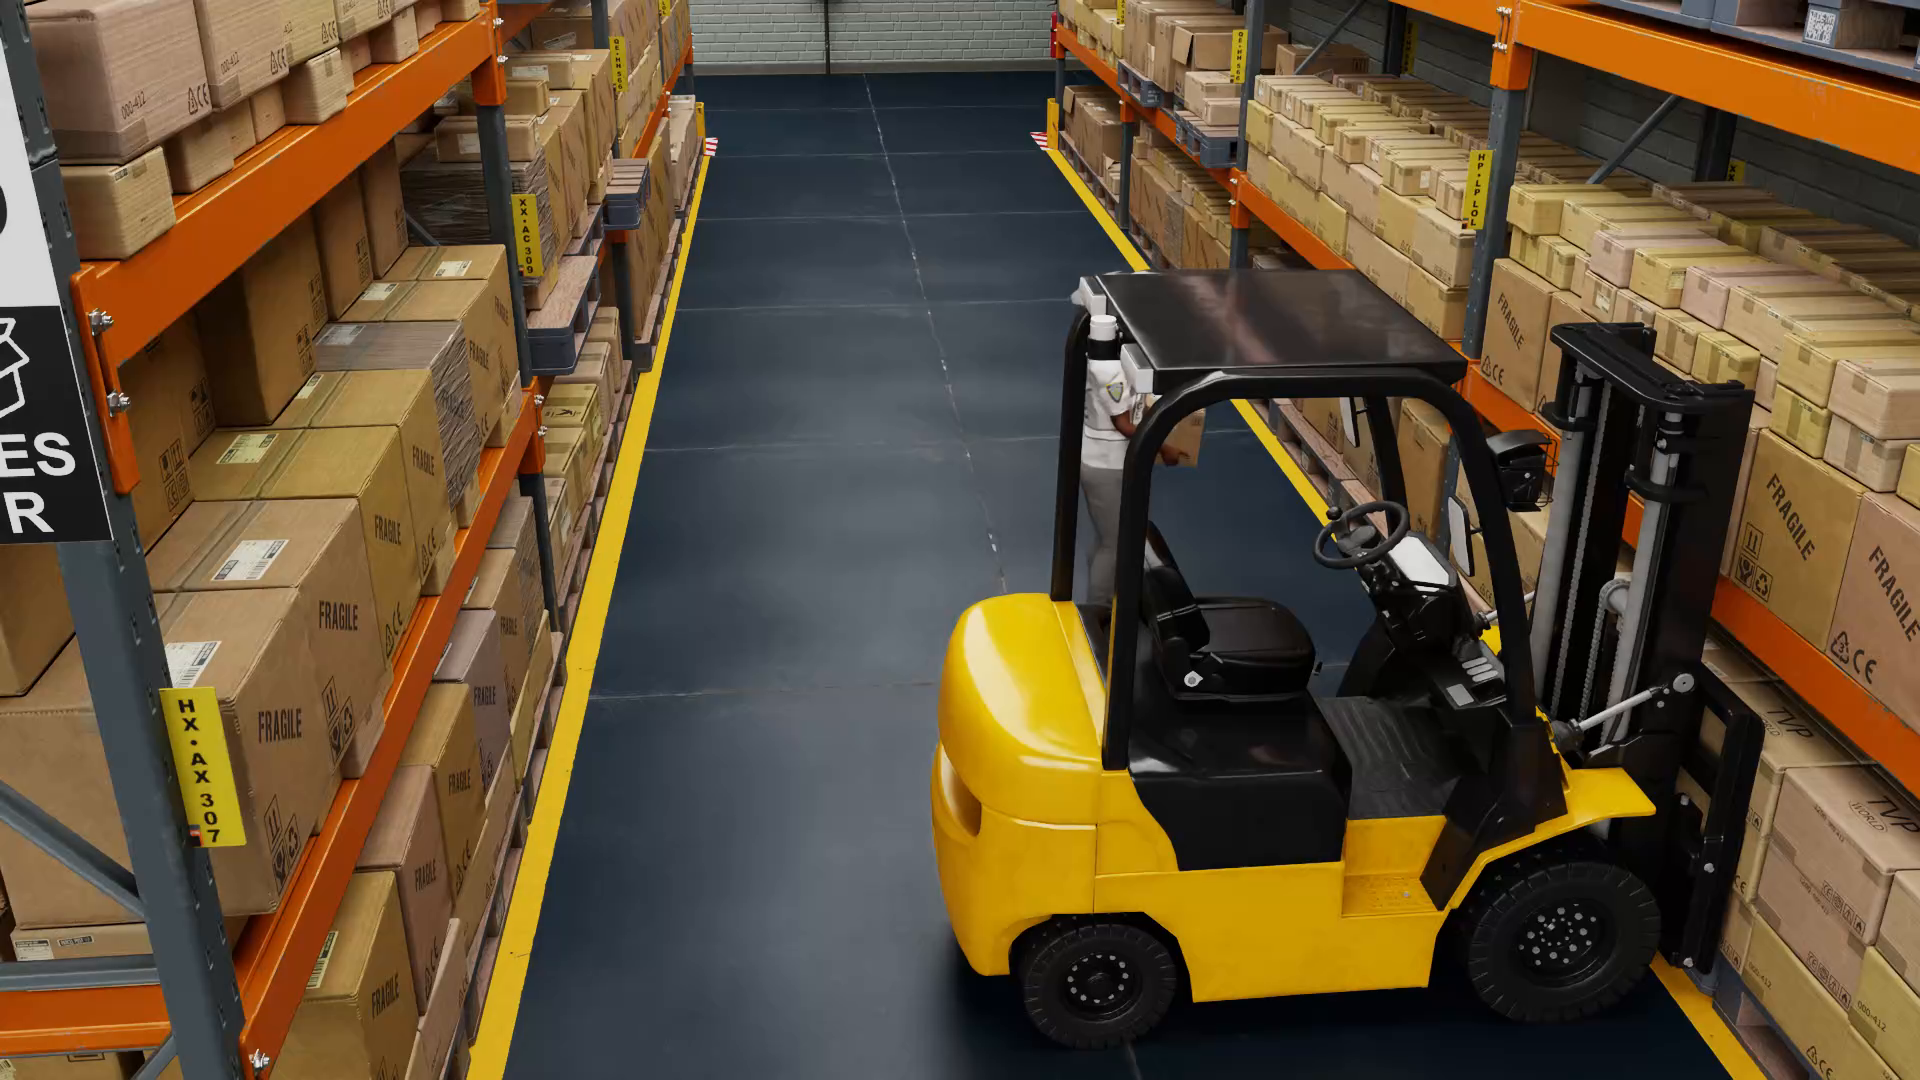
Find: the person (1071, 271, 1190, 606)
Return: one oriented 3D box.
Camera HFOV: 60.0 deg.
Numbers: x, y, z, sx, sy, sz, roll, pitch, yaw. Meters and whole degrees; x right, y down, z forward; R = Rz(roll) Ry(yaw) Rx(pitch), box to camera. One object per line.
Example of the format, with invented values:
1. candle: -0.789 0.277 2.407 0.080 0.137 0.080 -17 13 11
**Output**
1. person: 0.733 -0.356 7.365 0.515 1.692 0.460 -2 24 -5
